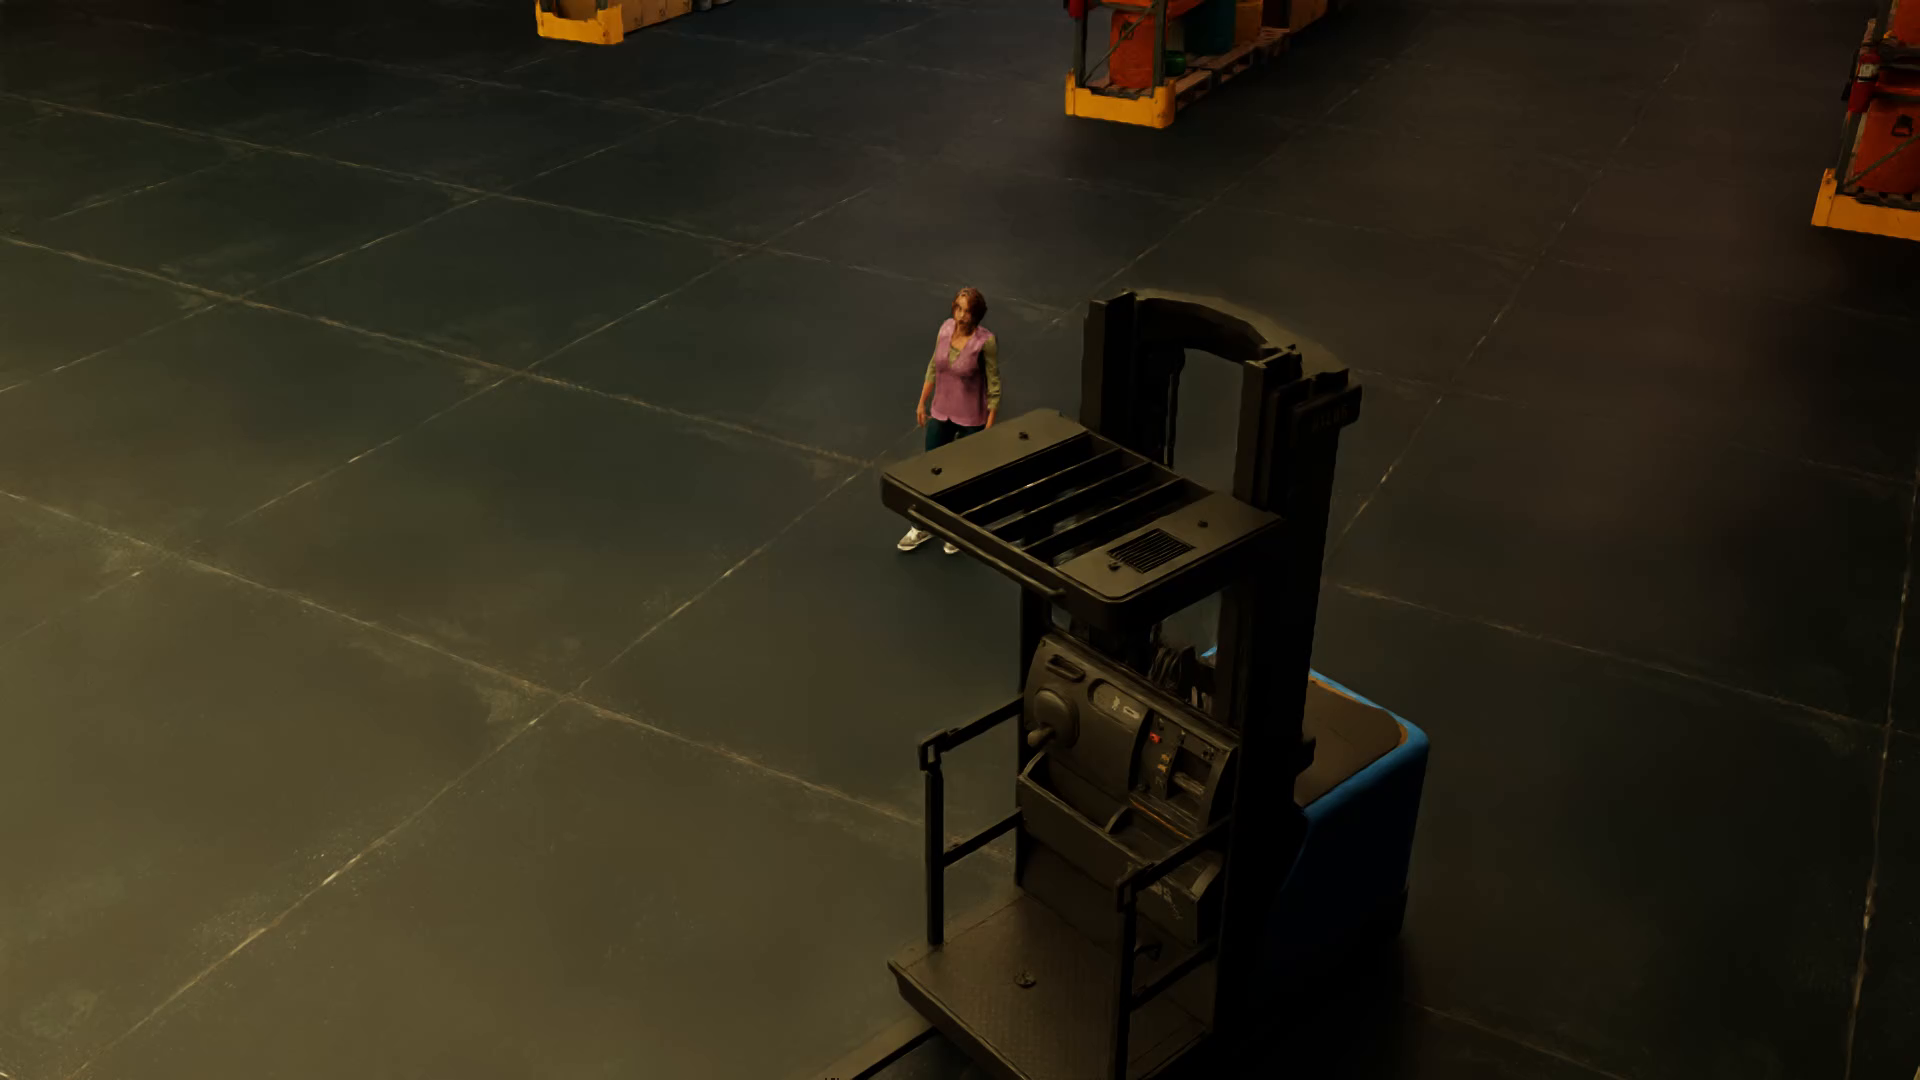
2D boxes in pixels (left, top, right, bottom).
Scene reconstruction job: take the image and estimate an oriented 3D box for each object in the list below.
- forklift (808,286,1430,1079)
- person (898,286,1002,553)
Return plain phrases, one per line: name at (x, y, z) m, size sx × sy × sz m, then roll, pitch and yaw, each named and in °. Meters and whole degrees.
forklift at (0.426, 0.720, 5.823) m, size 3.031 × 2.935 × 1.130 m, roll -24°, pitch 37°, yaw -35°
person at (-0.048, -0.669, 9.550) m, size 0.520 × 1.597 × 0.474 m, roll 15°, pitch 33°, yaw 25°
